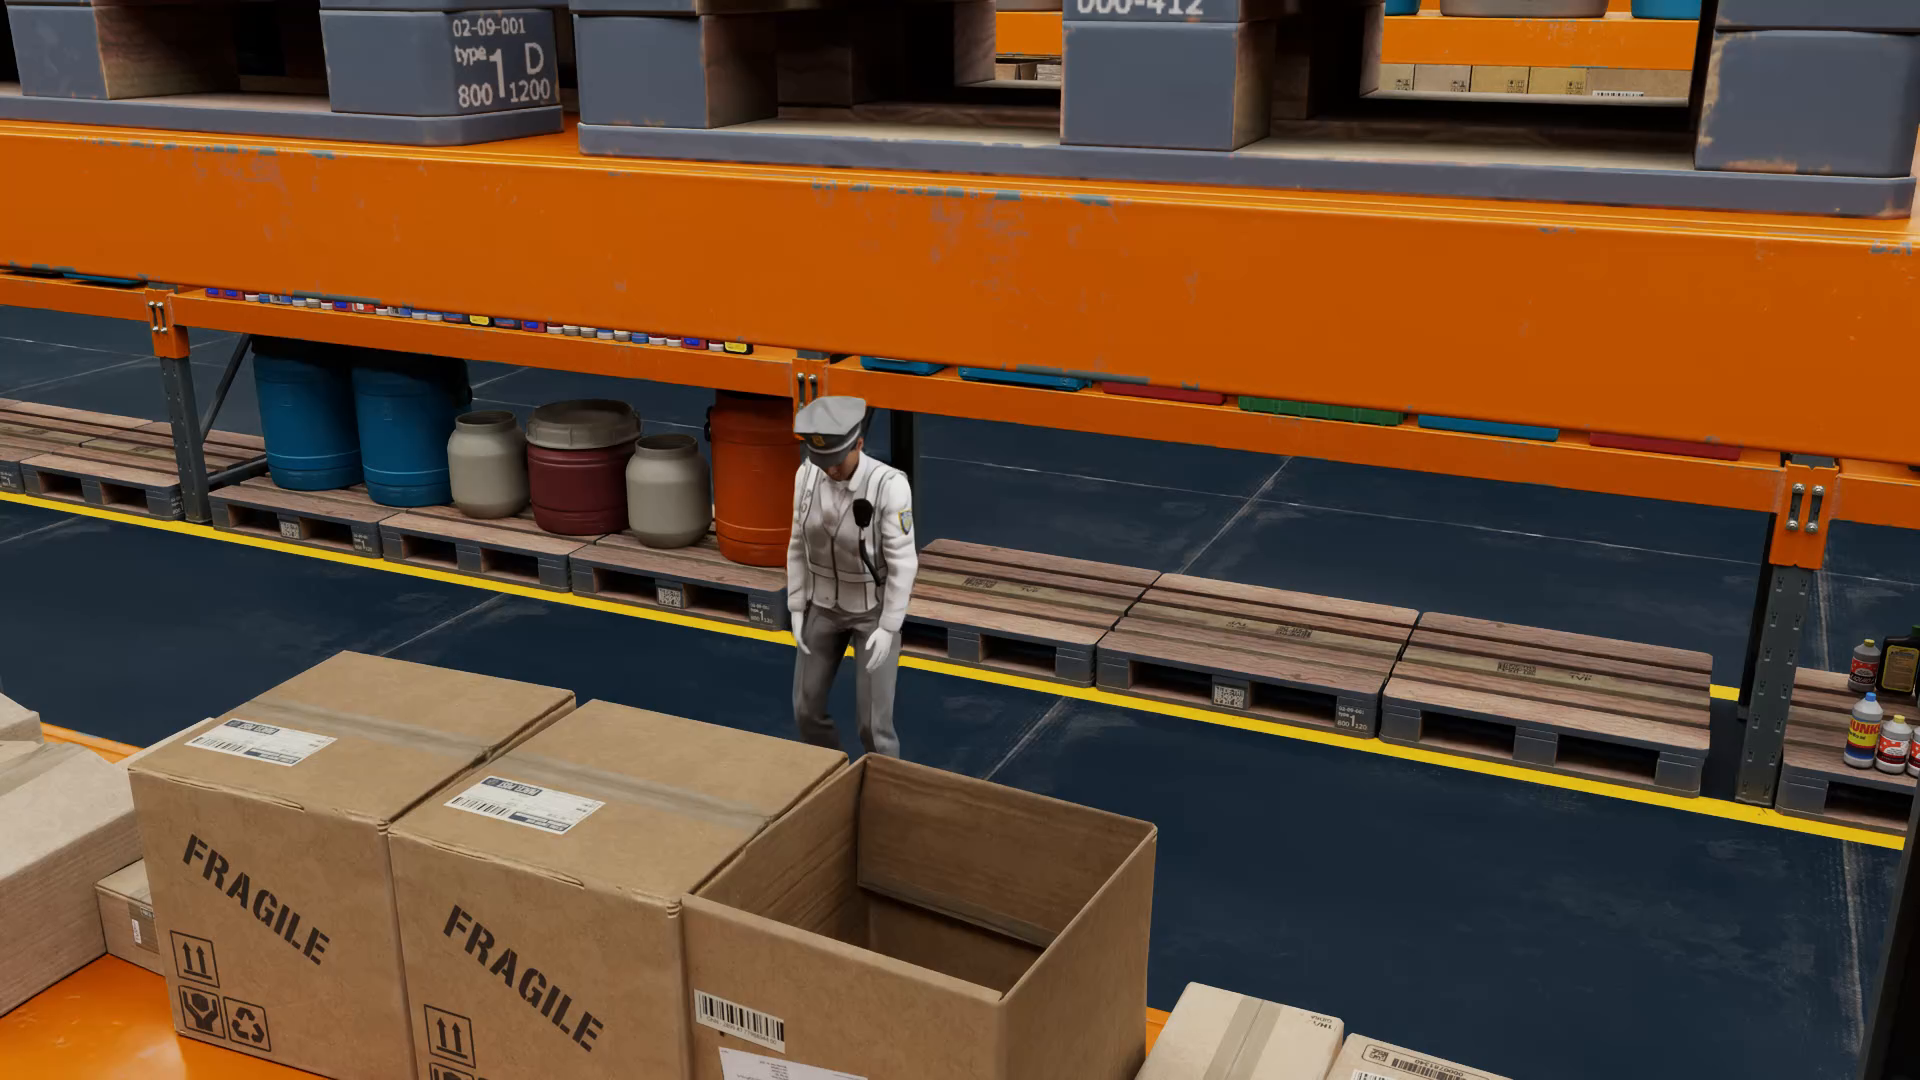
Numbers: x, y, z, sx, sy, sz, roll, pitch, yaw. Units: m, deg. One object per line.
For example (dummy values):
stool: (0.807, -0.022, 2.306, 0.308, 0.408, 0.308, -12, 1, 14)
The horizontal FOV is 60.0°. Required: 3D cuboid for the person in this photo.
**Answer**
person: (-0.383, 0.276, 5.865, 0.504, 1.616, 0.465, 9, 21, 24)
